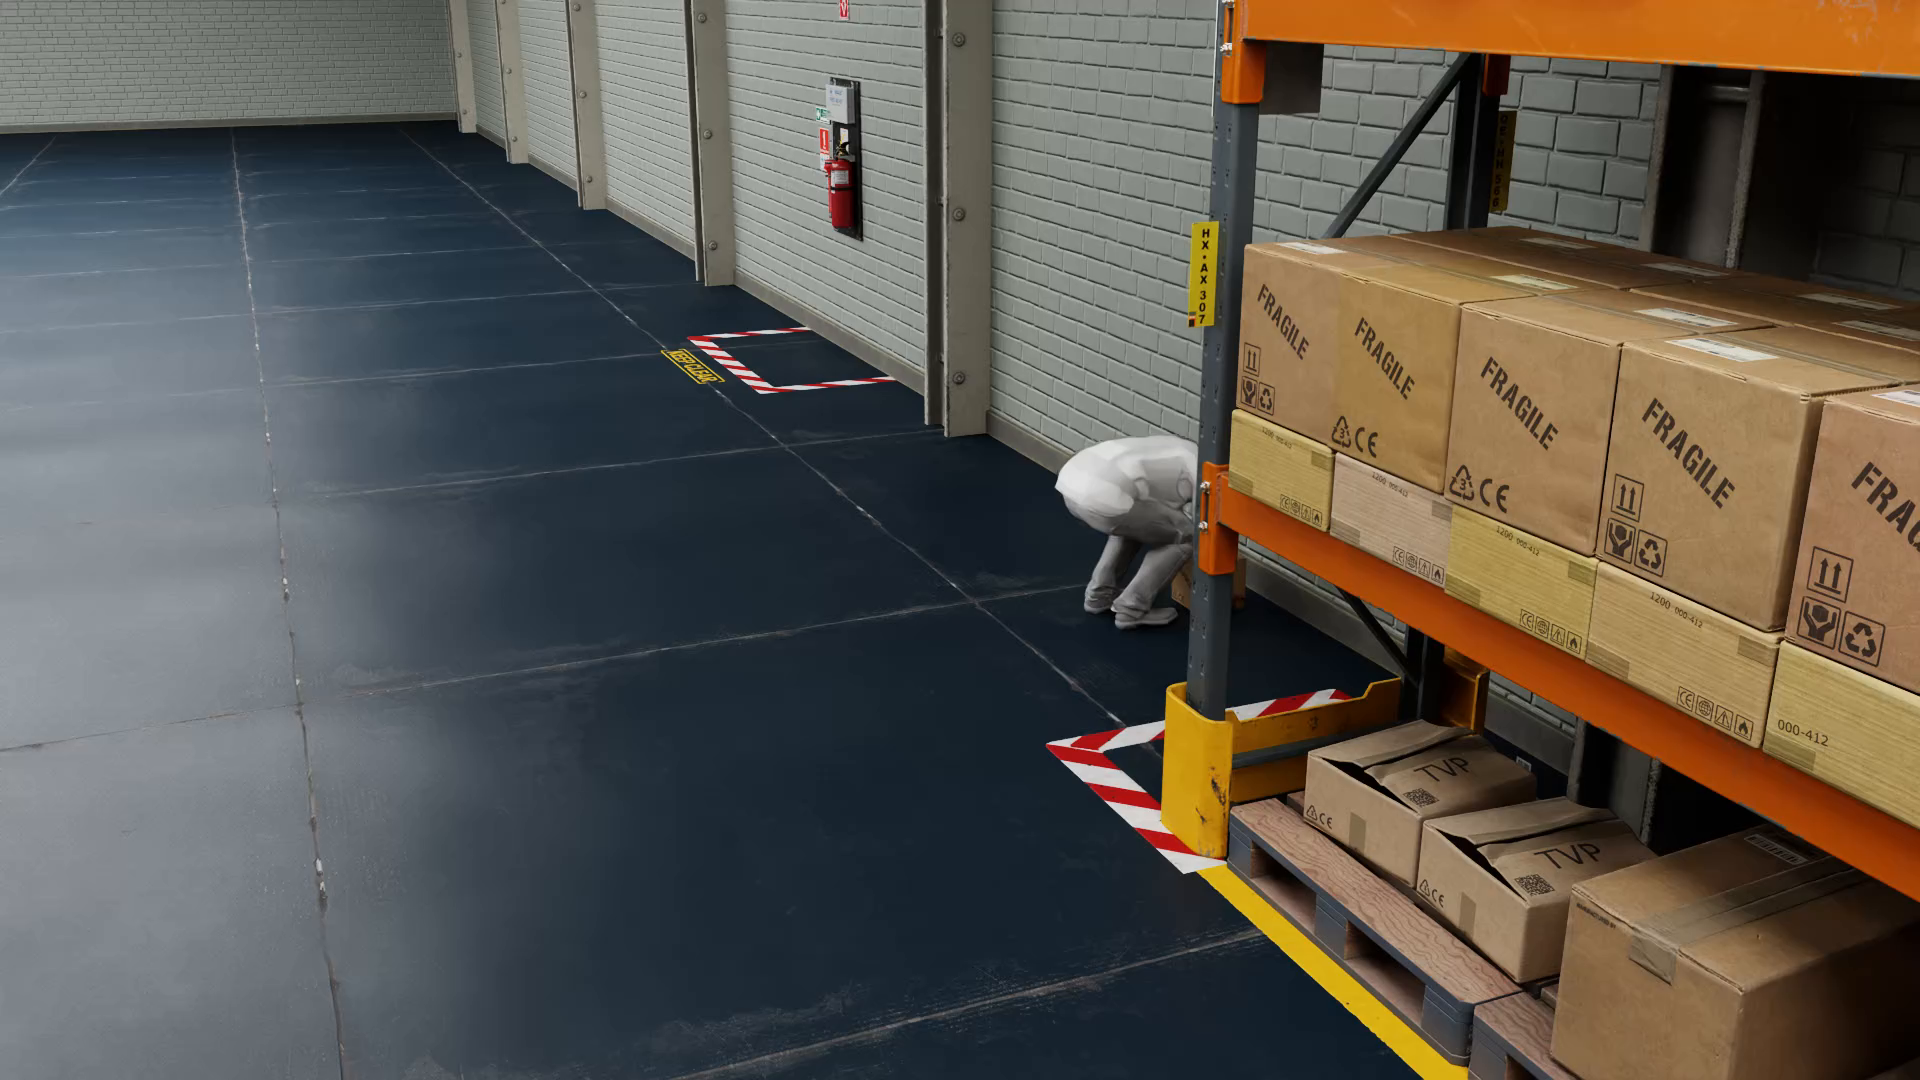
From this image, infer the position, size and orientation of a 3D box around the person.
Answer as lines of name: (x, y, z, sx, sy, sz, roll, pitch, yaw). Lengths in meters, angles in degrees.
person: (0.909, -0.060, 7.665, 0.980, 0.864, 0.510, -9, 21, -24)
